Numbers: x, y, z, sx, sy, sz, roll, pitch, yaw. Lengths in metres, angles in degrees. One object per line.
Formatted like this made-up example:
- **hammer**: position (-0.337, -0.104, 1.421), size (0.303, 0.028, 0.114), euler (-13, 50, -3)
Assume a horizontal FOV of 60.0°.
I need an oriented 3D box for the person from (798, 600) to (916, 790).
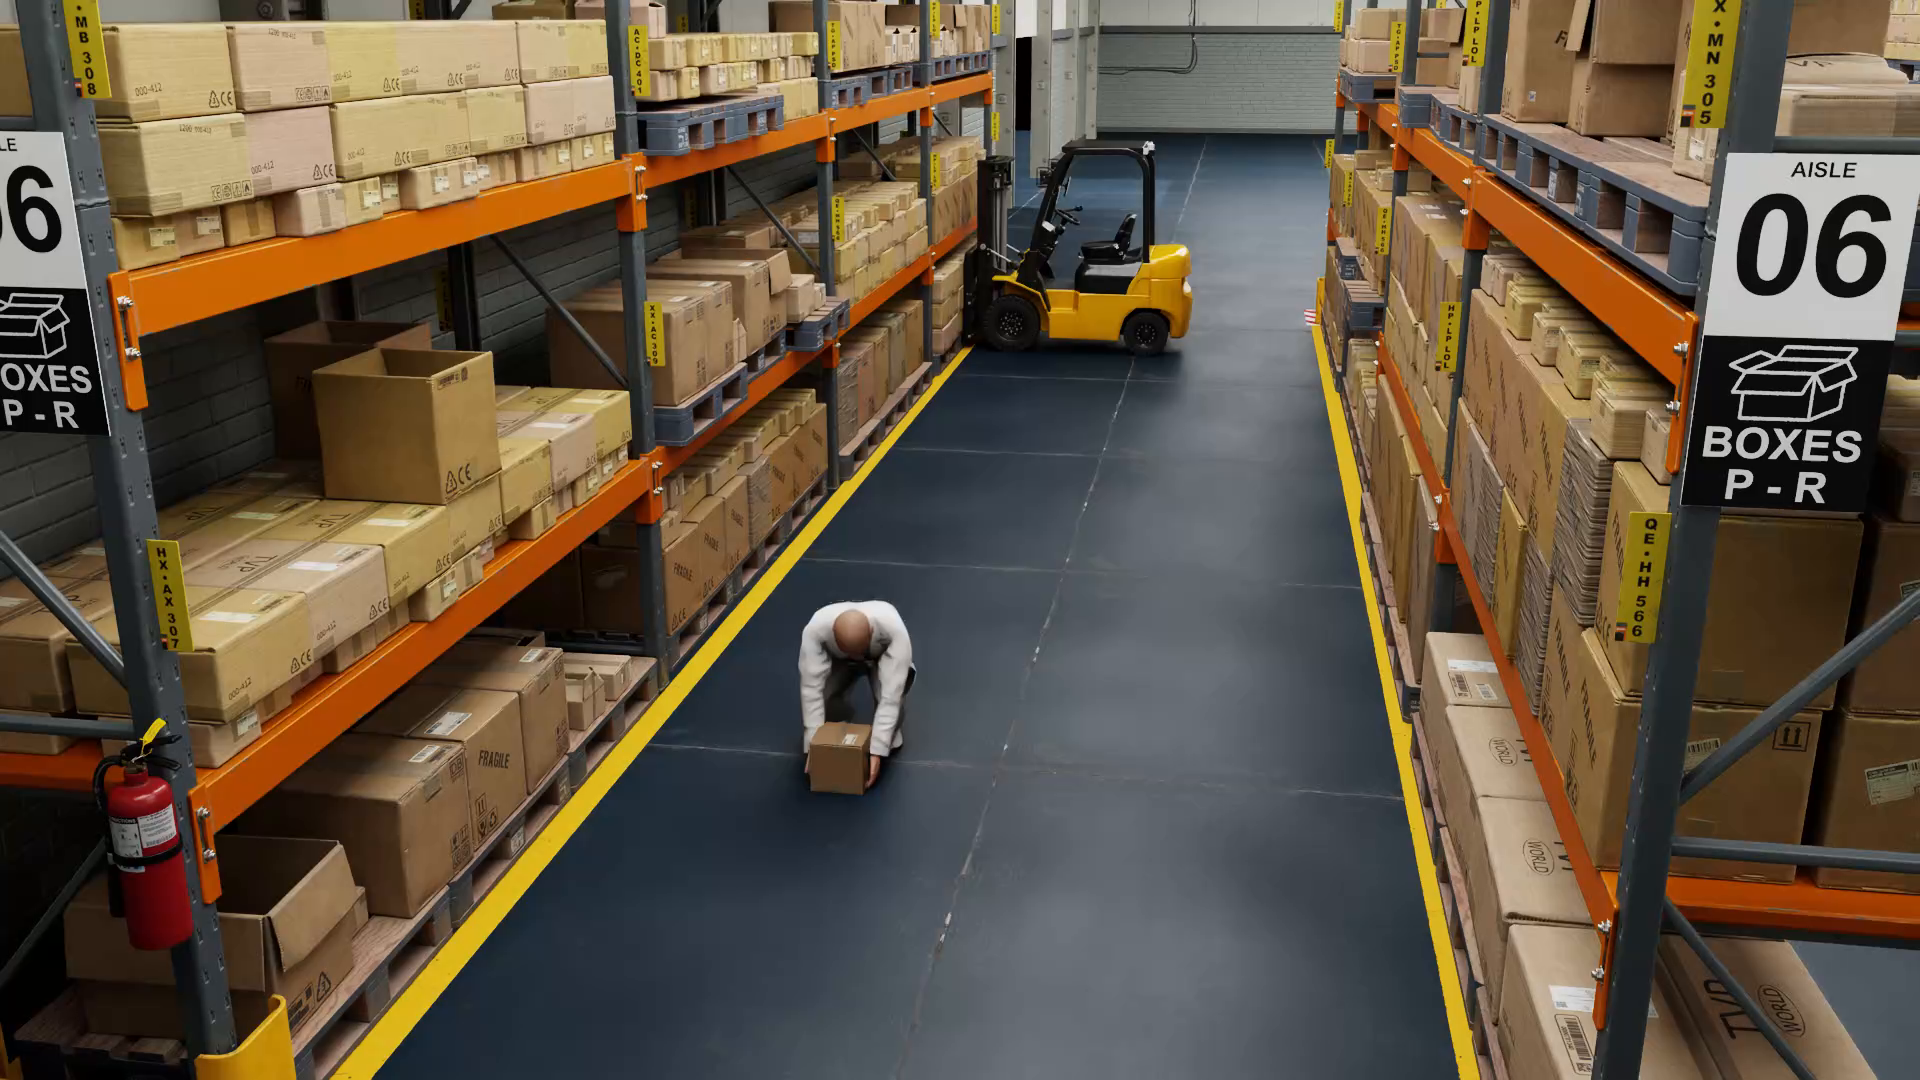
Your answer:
- **person**: position (-0.508, 0.648, 8.107), size (0.597, 0.889, 0.906), euler (3, 18, 9)
